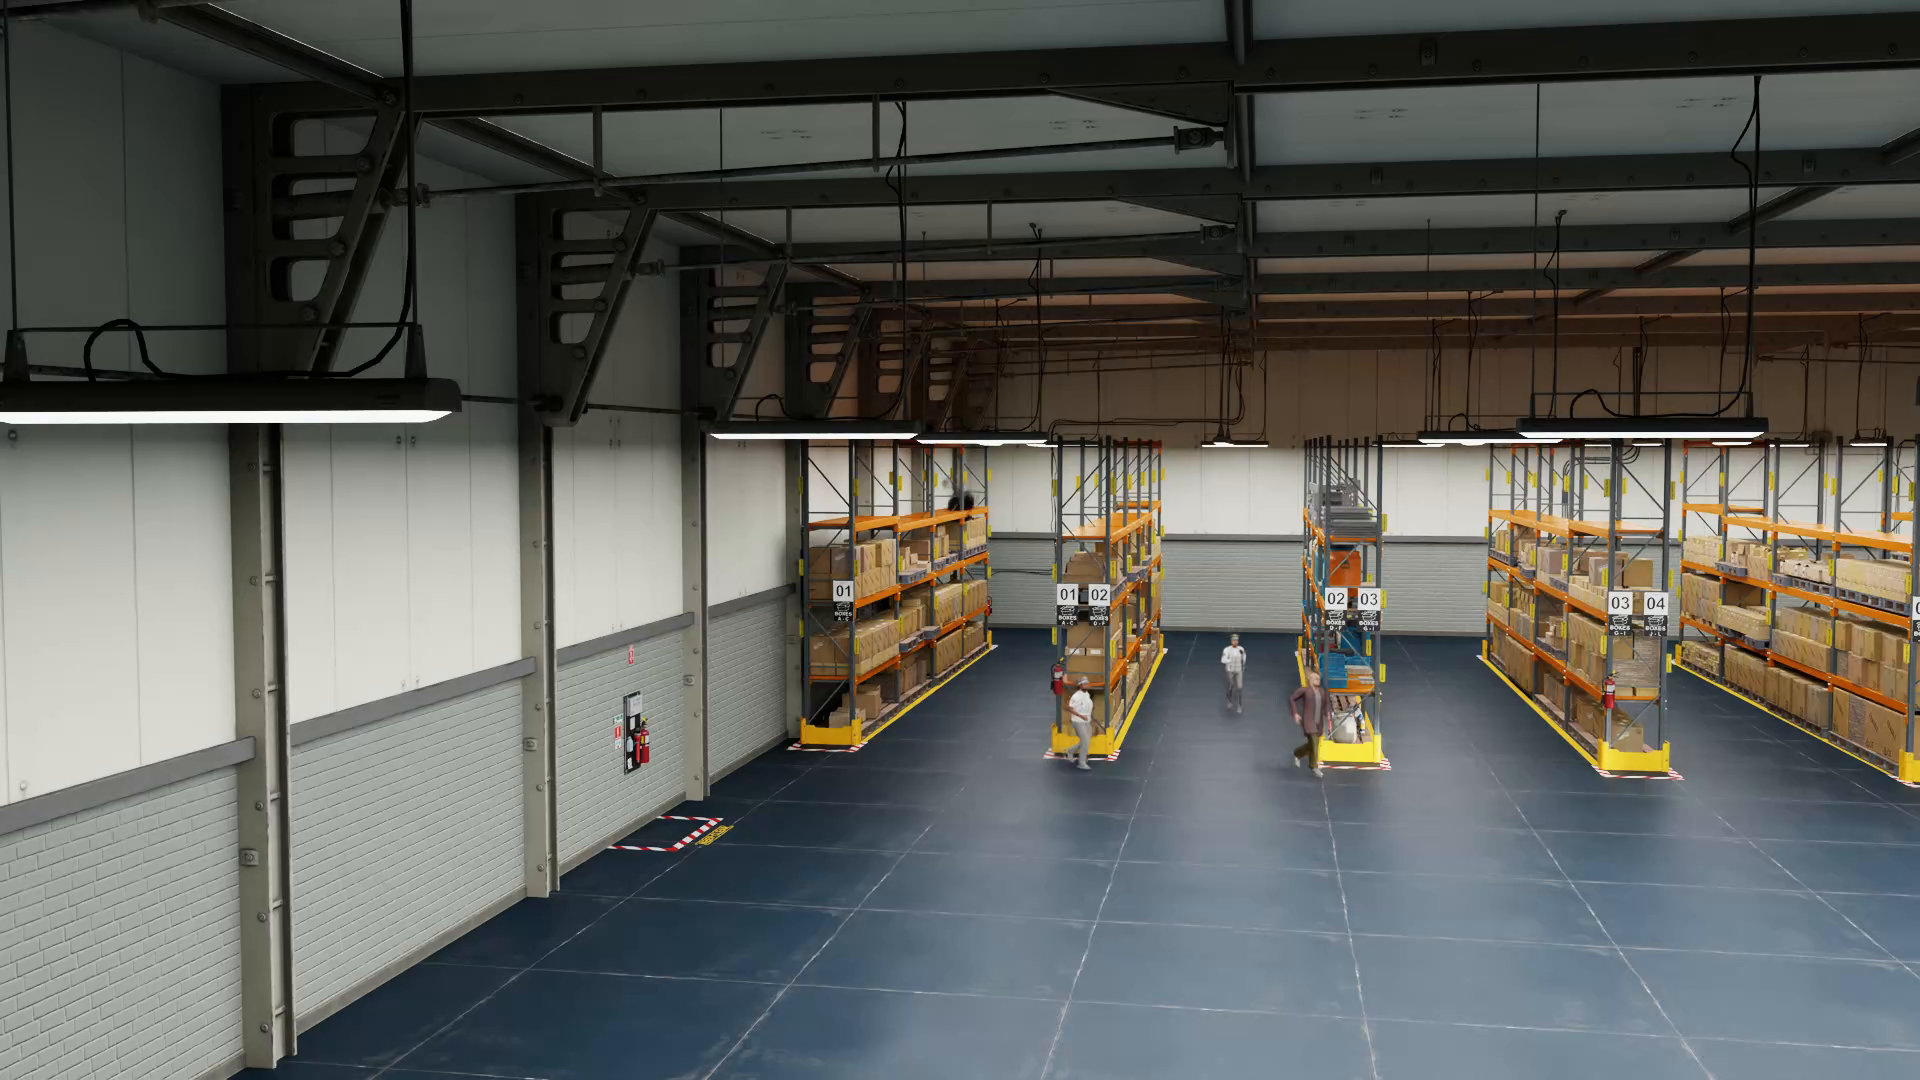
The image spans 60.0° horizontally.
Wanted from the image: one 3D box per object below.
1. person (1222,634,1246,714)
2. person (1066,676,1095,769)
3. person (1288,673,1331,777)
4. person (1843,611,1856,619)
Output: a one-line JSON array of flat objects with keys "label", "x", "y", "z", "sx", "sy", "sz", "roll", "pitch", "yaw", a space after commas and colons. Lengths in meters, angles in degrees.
[{"label": "person", "x": 5.995, "y": 2.910, "z": 36.393, "sx": 0.557, "sy": 1.737, "sz": 0.816, "roll": 0, "pitch": 3, "yaw": 3}, {"label": "person", "x": 2.167, "y": 3.294, "z": 30.078, "sx": 0.605, "sy": 1.684, "sz": 0.592, "roll": 3, "pitch": 4, "yaw": 40}, {"label": "person", "x": 6.269, "y": 3.253, "z": 29.514, "sx": 0.748, "sy": 1.766, "sz": 0.917, "roll": -2, "pitch": 3, "yaw": -26}, {"label": "person", "x": 24.133, "y": 2.415, "z": 45.104, "sx": 0.761, "sy": 1.742, "sz": 0.716, "roll": 1, "pitch": 3, "yaw": 21}]
